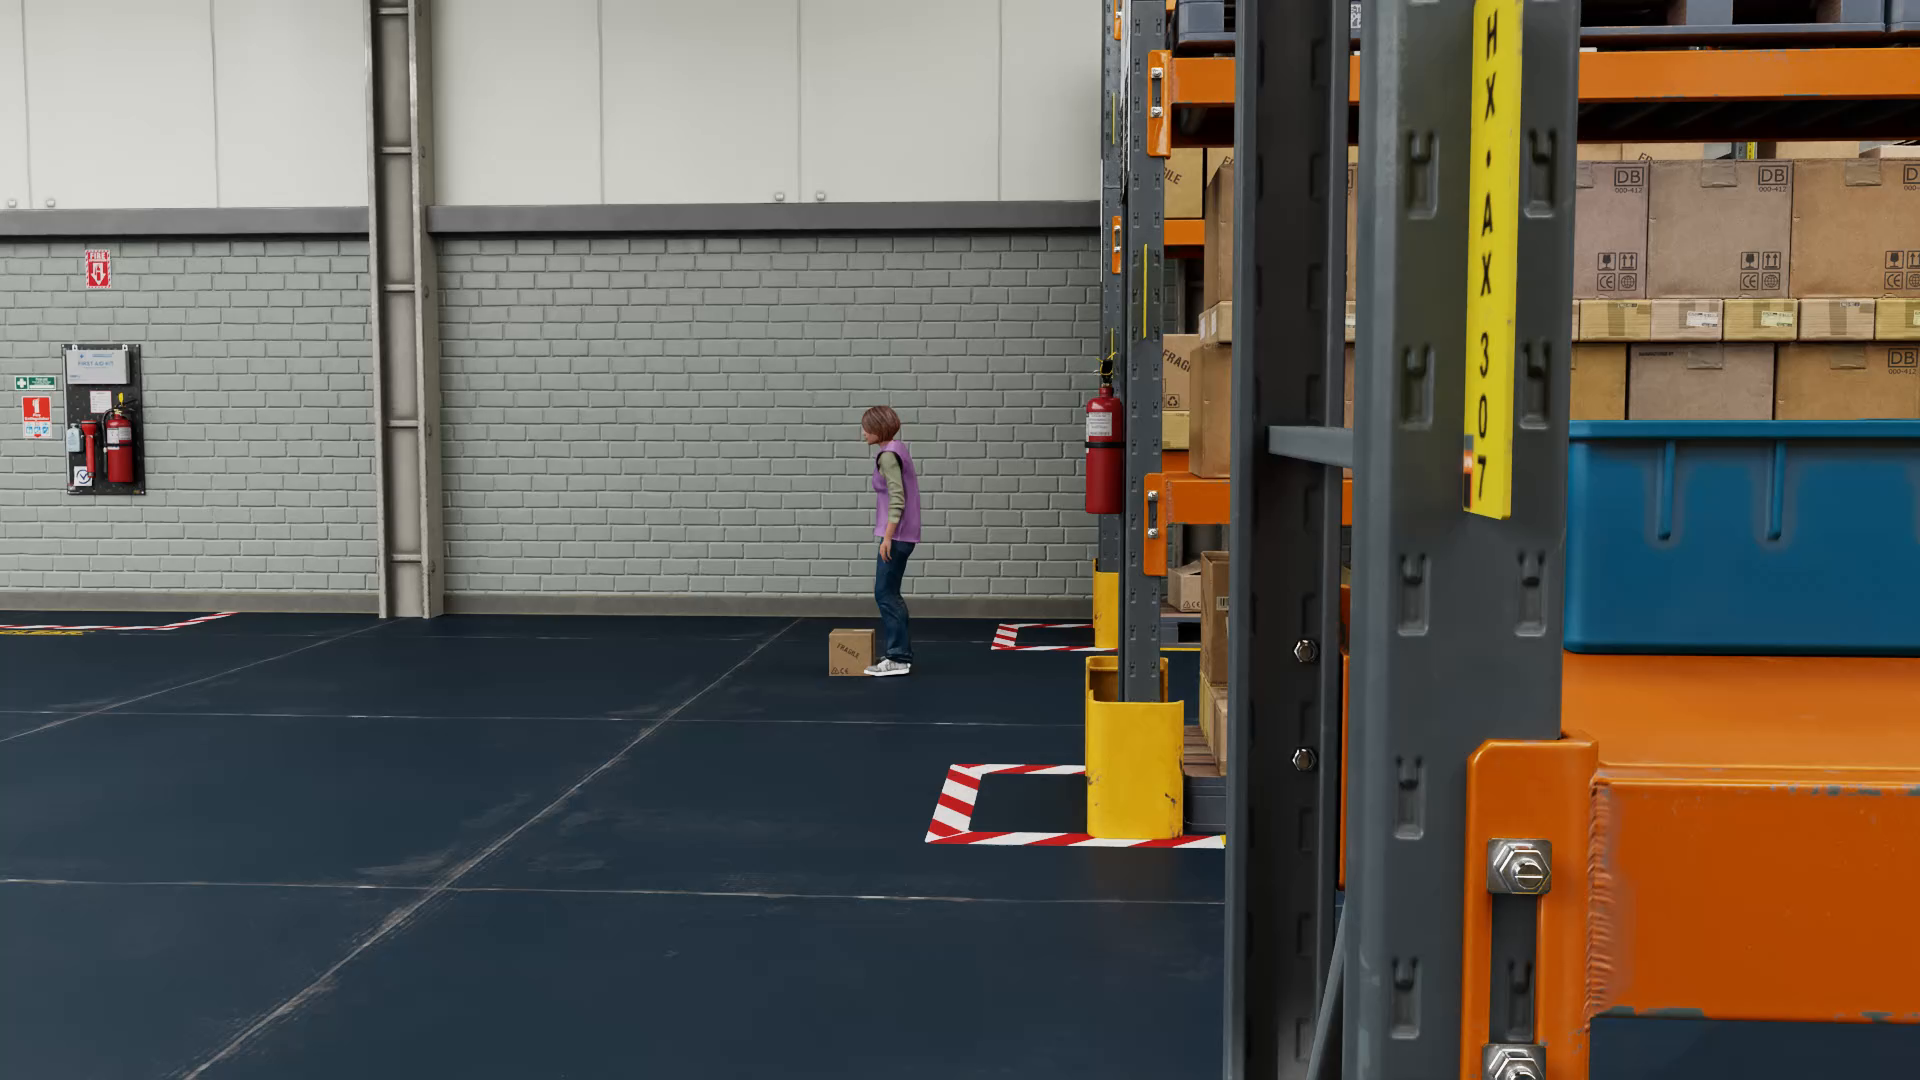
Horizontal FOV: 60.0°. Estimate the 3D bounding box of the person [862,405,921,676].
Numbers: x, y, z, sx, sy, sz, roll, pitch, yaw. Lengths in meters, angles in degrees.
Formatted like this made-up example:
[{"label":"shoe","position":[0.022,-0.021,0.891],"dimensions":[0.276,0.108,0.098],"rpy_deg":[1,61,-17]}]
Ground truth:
[{"label":"person","position":[-0.404,0.001,9.852],"dimensions":[0.346,1.592,0.484],"rpy_deg":[0,4,0]}]
